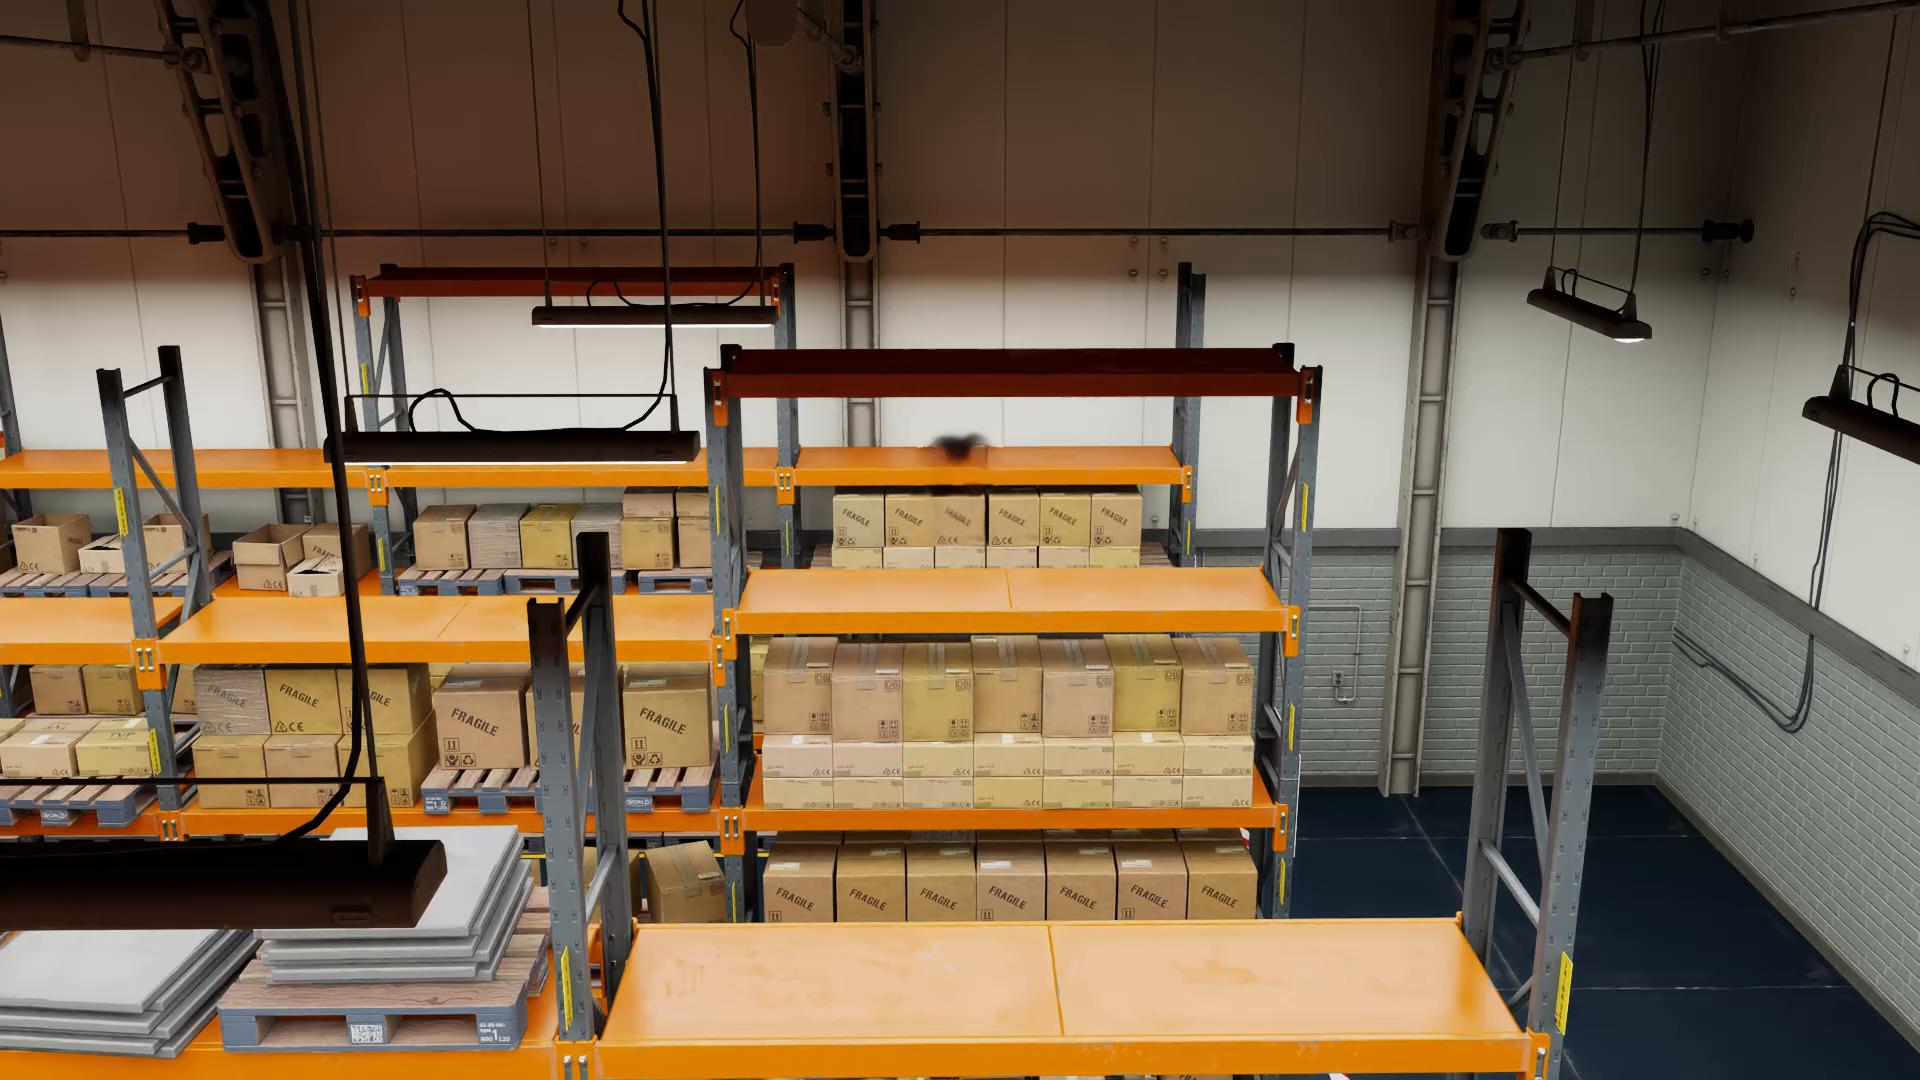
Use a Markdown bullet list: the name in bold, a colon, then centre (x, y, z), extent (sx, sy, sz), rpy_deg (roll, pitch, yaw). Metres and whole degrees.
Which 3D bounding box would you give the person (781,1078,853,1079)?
- **person**: centre (-0.962, 4.102, 11.318), extent (0.676, 1.789, 0.486), rpy_deg (-9, 19, -29)
